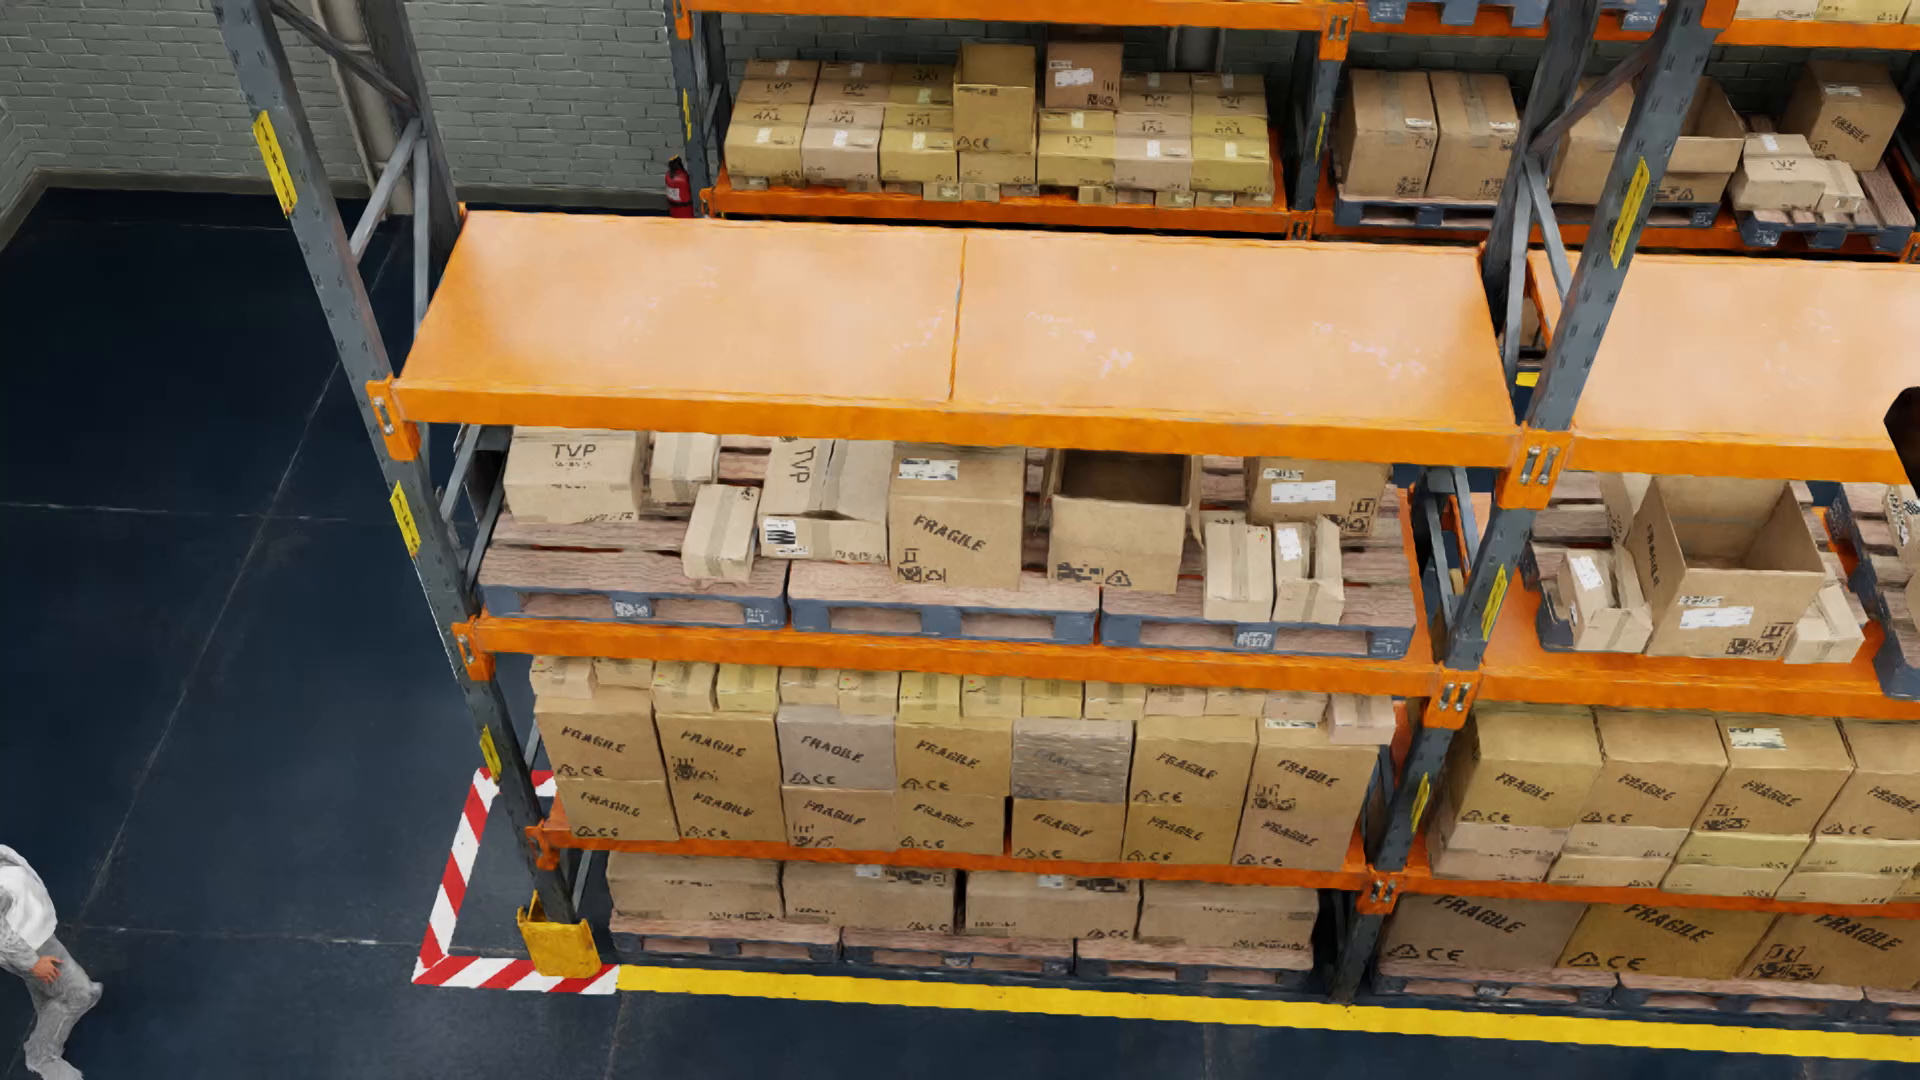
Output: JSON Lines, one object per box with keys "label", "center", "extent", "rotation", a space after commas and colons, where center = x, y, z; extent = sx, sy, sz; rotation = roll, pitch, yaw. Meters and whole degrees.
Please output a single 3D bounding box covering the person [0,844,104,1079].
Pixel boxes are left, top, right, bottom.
{"label": "person", "center": [-4.469, 1.898, 7.829], "extent": [0.495, 1.762, 0.694], "rotation": [-29, 54, -23]}
